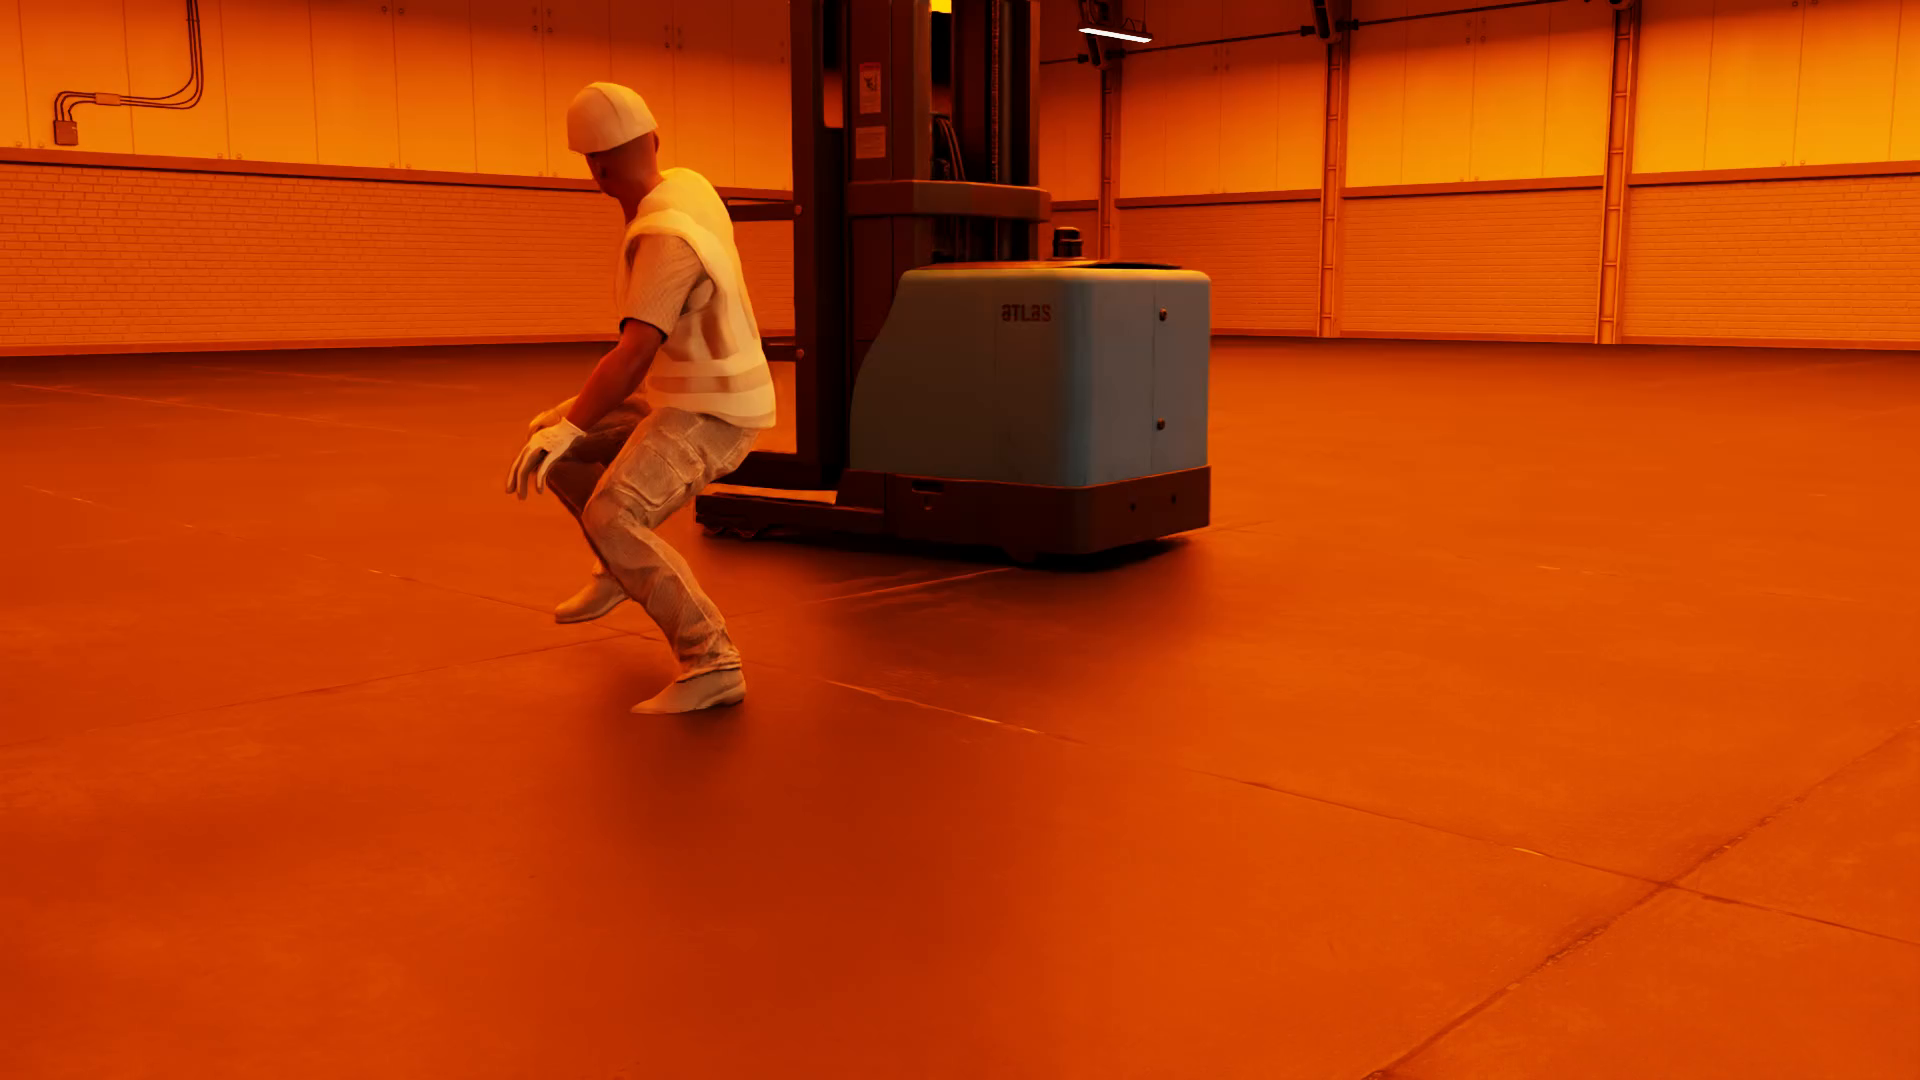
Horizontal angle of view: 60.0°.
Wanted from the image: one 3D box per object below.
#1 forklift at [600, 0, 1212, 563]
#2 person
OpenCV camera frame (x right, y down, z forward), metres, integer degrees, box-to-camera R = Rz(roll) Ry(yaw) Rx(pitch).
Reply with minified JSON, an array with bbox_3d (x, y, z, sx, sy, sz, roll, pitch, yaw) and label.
[{"bbox_3d":[-0.481,-1.517,6.951,3.031,2.935,1.130,6,11,37],"label":"forklift"},{"bbox_3d":[-0.816,-0.367,4.248,0.696,1.538,0.841,-2,9,-16],"label":"person"}]
